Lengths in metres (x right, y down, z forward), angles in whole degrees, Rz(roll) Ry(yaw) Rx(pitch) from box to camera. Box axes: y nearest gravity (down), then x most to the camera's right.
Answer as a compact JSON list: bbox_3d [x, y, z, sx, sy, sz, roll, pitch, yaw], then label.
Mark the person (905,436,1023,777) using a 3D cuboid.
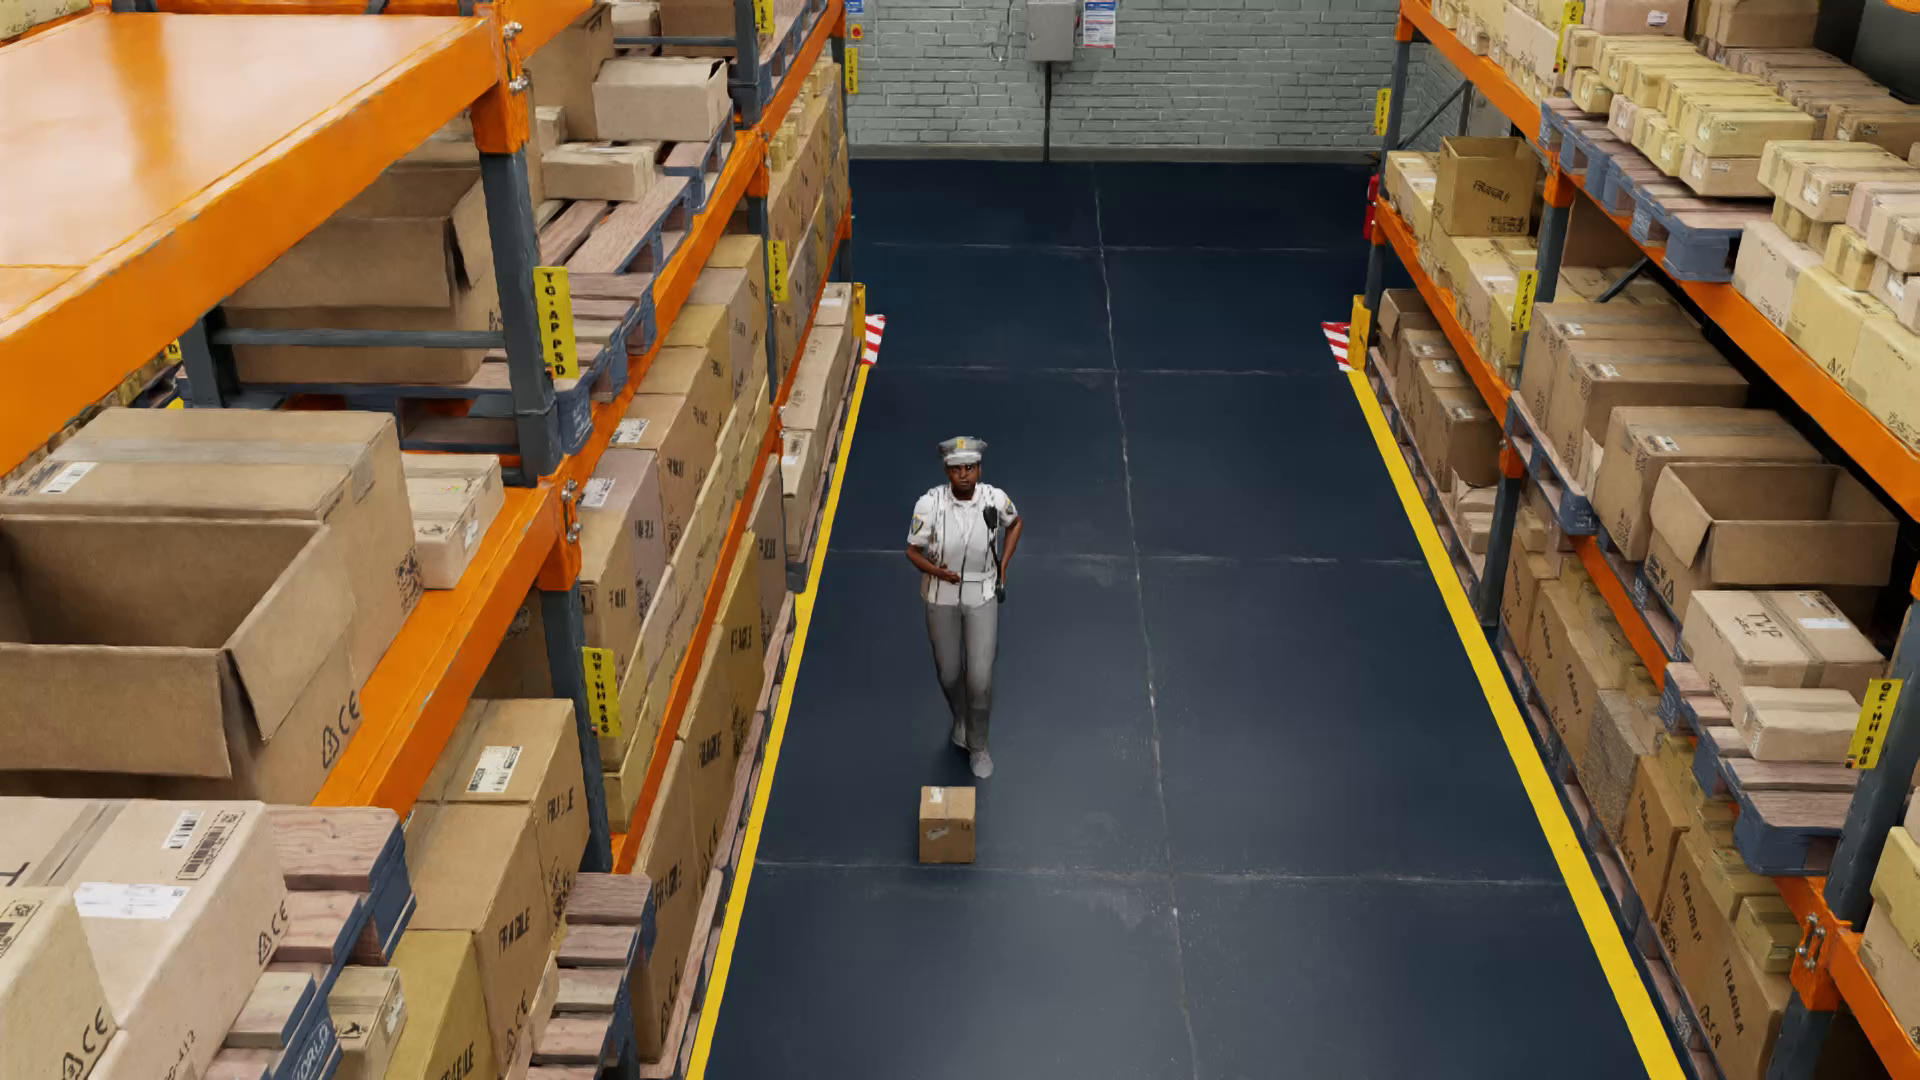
[{"bbox_3d":[0.017,0.312,8.074,0.558,1.724,0.616,1,28,2],"label":"person"}]
